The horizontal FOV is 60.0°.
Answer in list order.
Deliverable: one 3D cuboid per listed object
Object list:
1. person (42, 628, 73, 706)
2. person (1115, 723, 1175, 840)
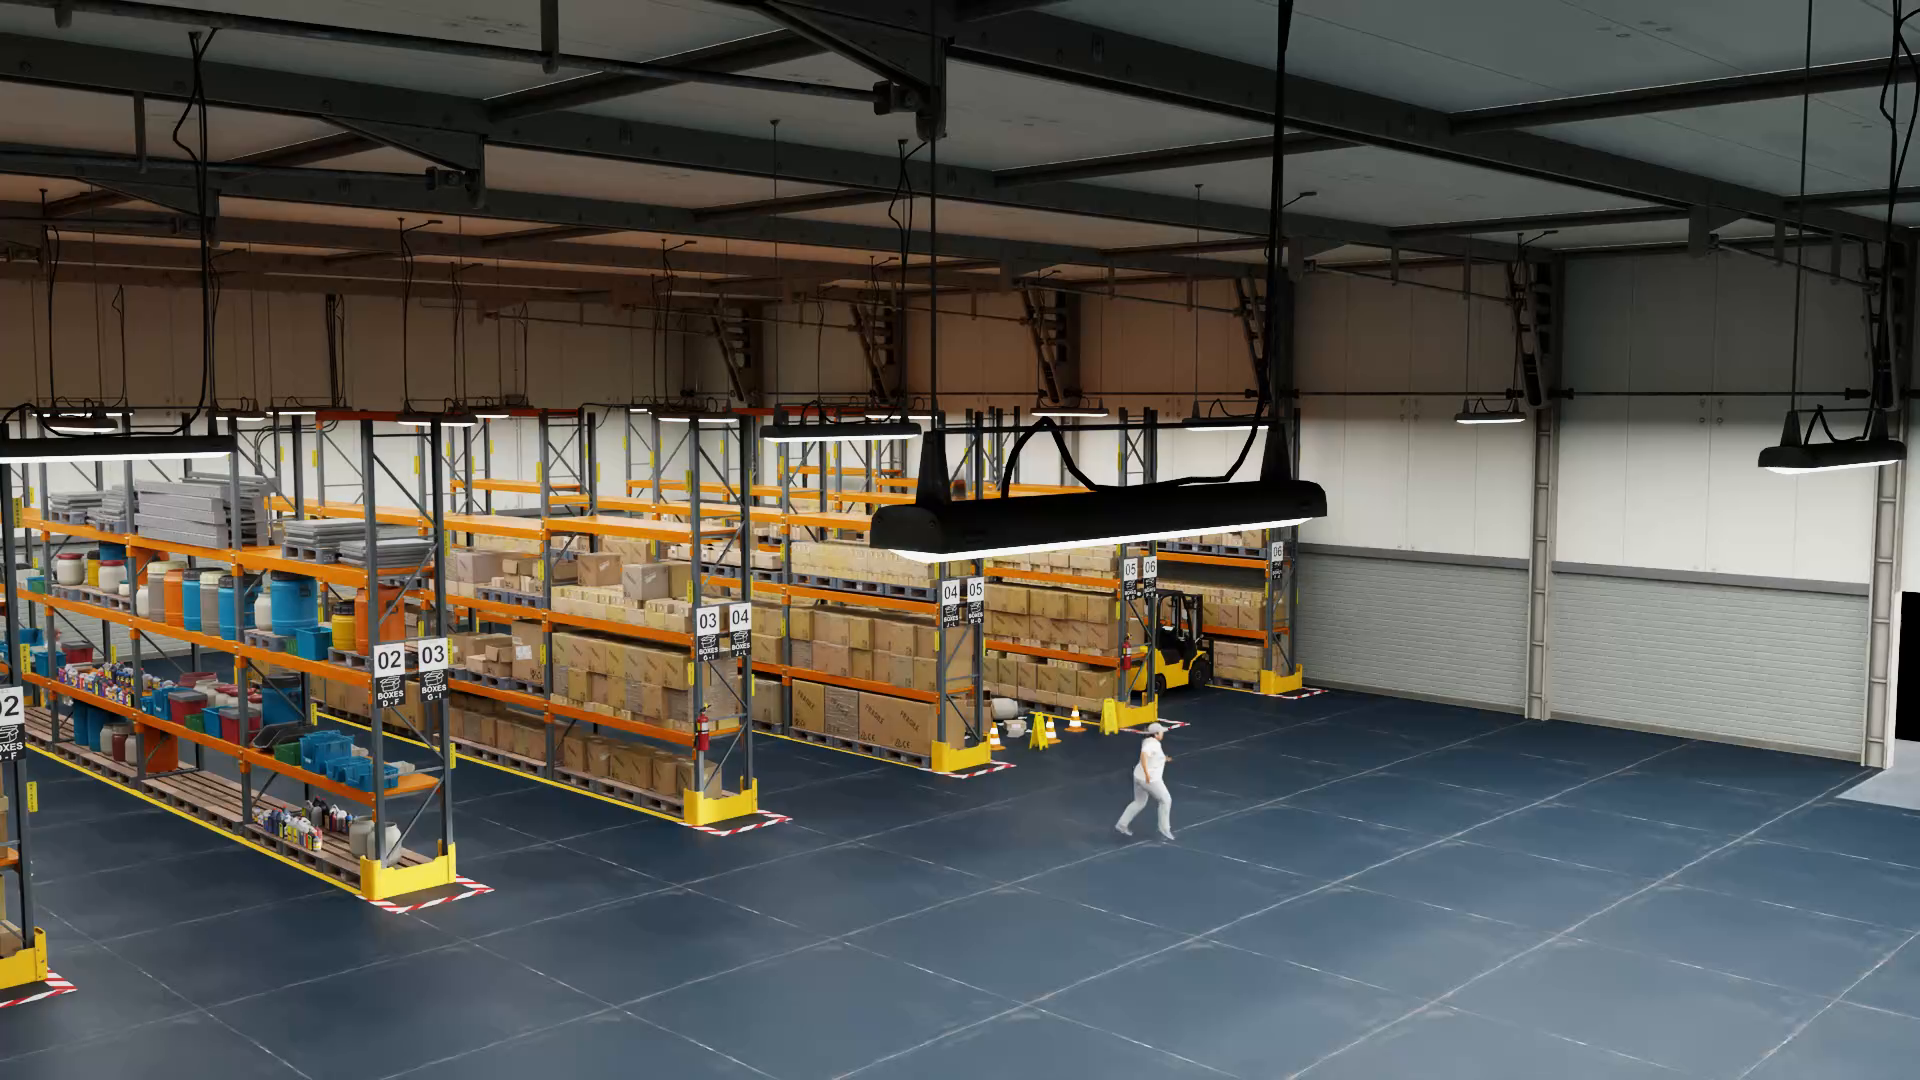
[{"bbox_3d":[-18.214,2.574,33.453,0.737,1.607,0.567,-2,5,-17],"label":"person"},{"bbox_3d":[2.623,3.435,23.507,0.889,1.712,0.627,-1,5,-14],"label":"person"}]
